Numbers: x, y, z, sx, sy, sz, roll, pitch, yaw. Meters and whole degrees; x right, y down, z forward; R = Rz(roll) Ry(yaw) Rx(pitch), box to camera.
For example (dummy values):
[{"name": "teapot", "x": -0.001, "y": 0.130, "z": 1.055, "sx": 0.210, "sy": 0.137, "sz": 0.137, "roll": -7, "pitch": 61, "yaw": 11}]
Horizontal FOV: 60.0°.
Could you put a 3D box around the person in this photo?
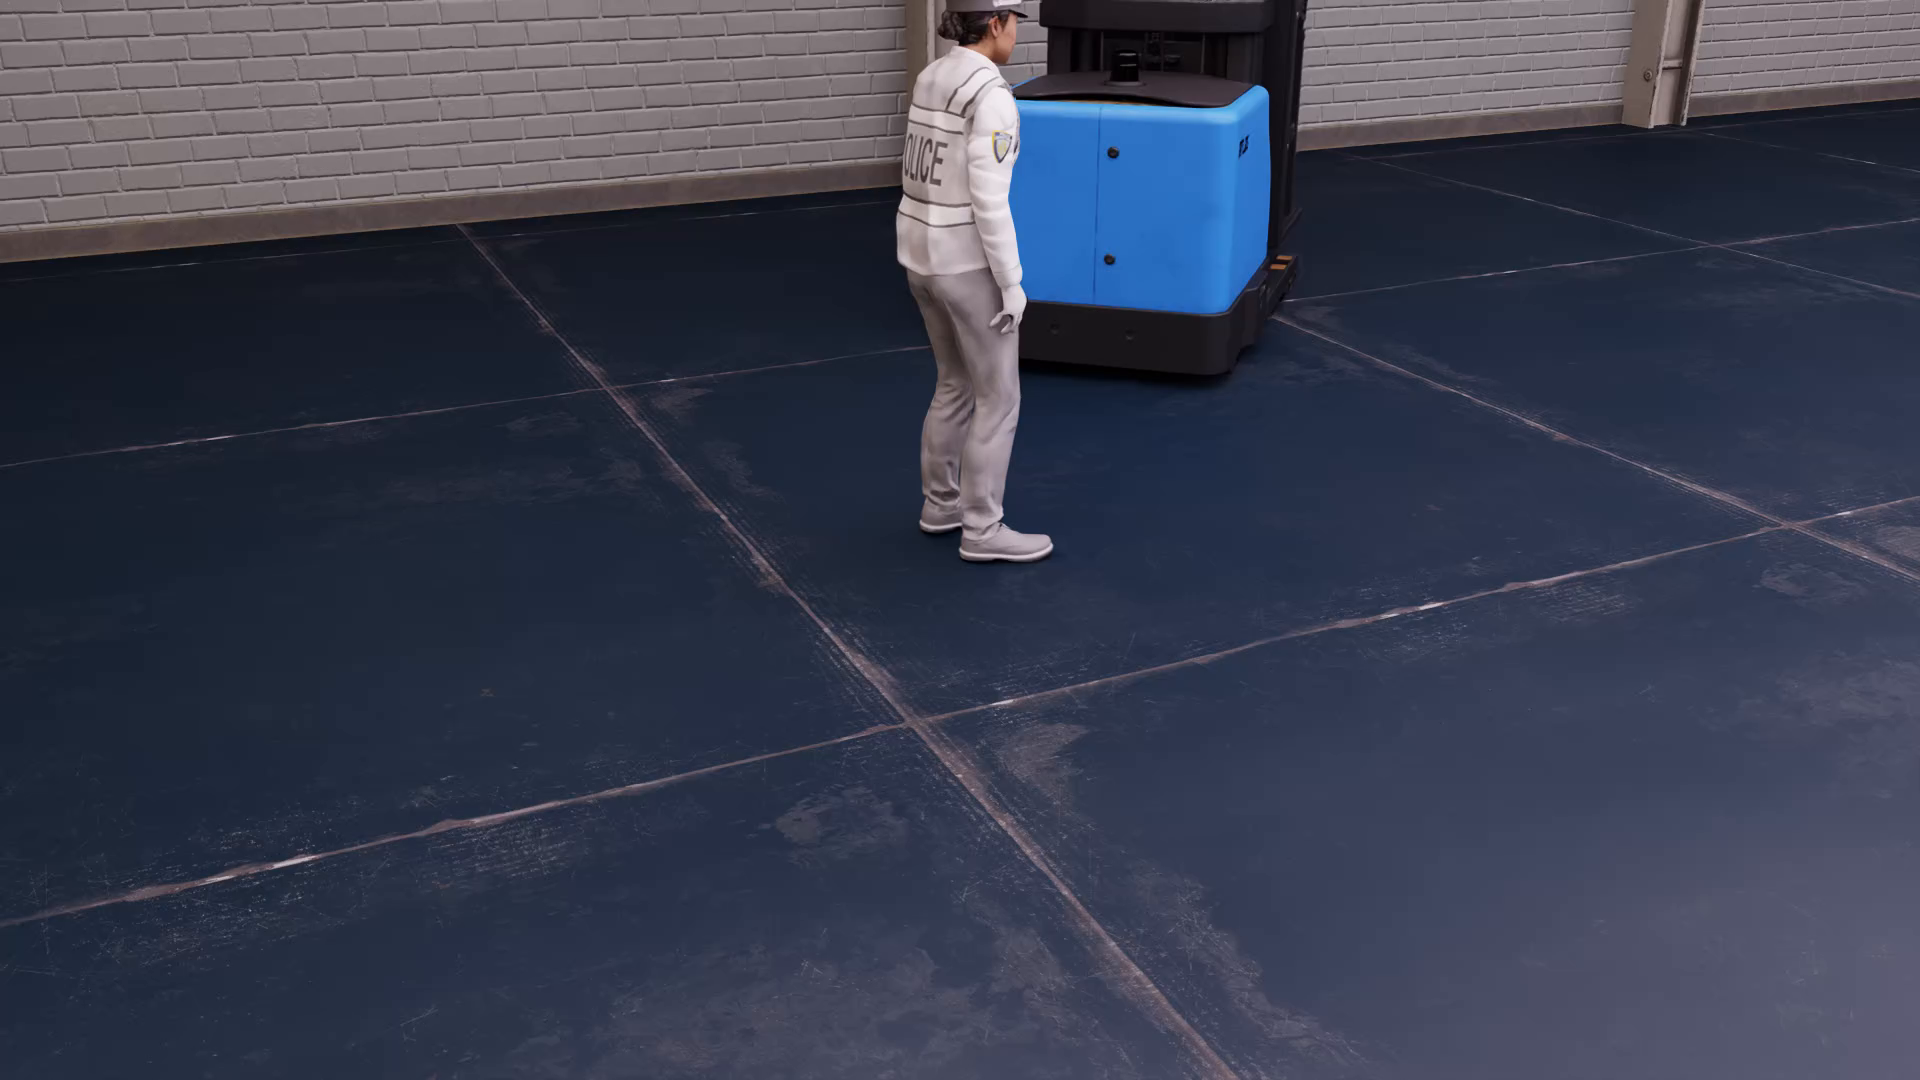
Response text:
[{"name": "person", "x": 0.022, "y": -0.775, "z": 4.808, "sx": 0.372, "sy": 1.663, "sz": 0.529, "roll": -11, "pitch": 25, "yaw": -25}]

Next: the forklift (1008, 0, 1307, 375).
[{"name": "forklift", "x": 0.998, "y": -2.530, "z": 7.376, "sx": 1.130, "sy": 2.935, "sz": 3.031, "roll": 7, "pitch": 24, "yaw": 17}]
